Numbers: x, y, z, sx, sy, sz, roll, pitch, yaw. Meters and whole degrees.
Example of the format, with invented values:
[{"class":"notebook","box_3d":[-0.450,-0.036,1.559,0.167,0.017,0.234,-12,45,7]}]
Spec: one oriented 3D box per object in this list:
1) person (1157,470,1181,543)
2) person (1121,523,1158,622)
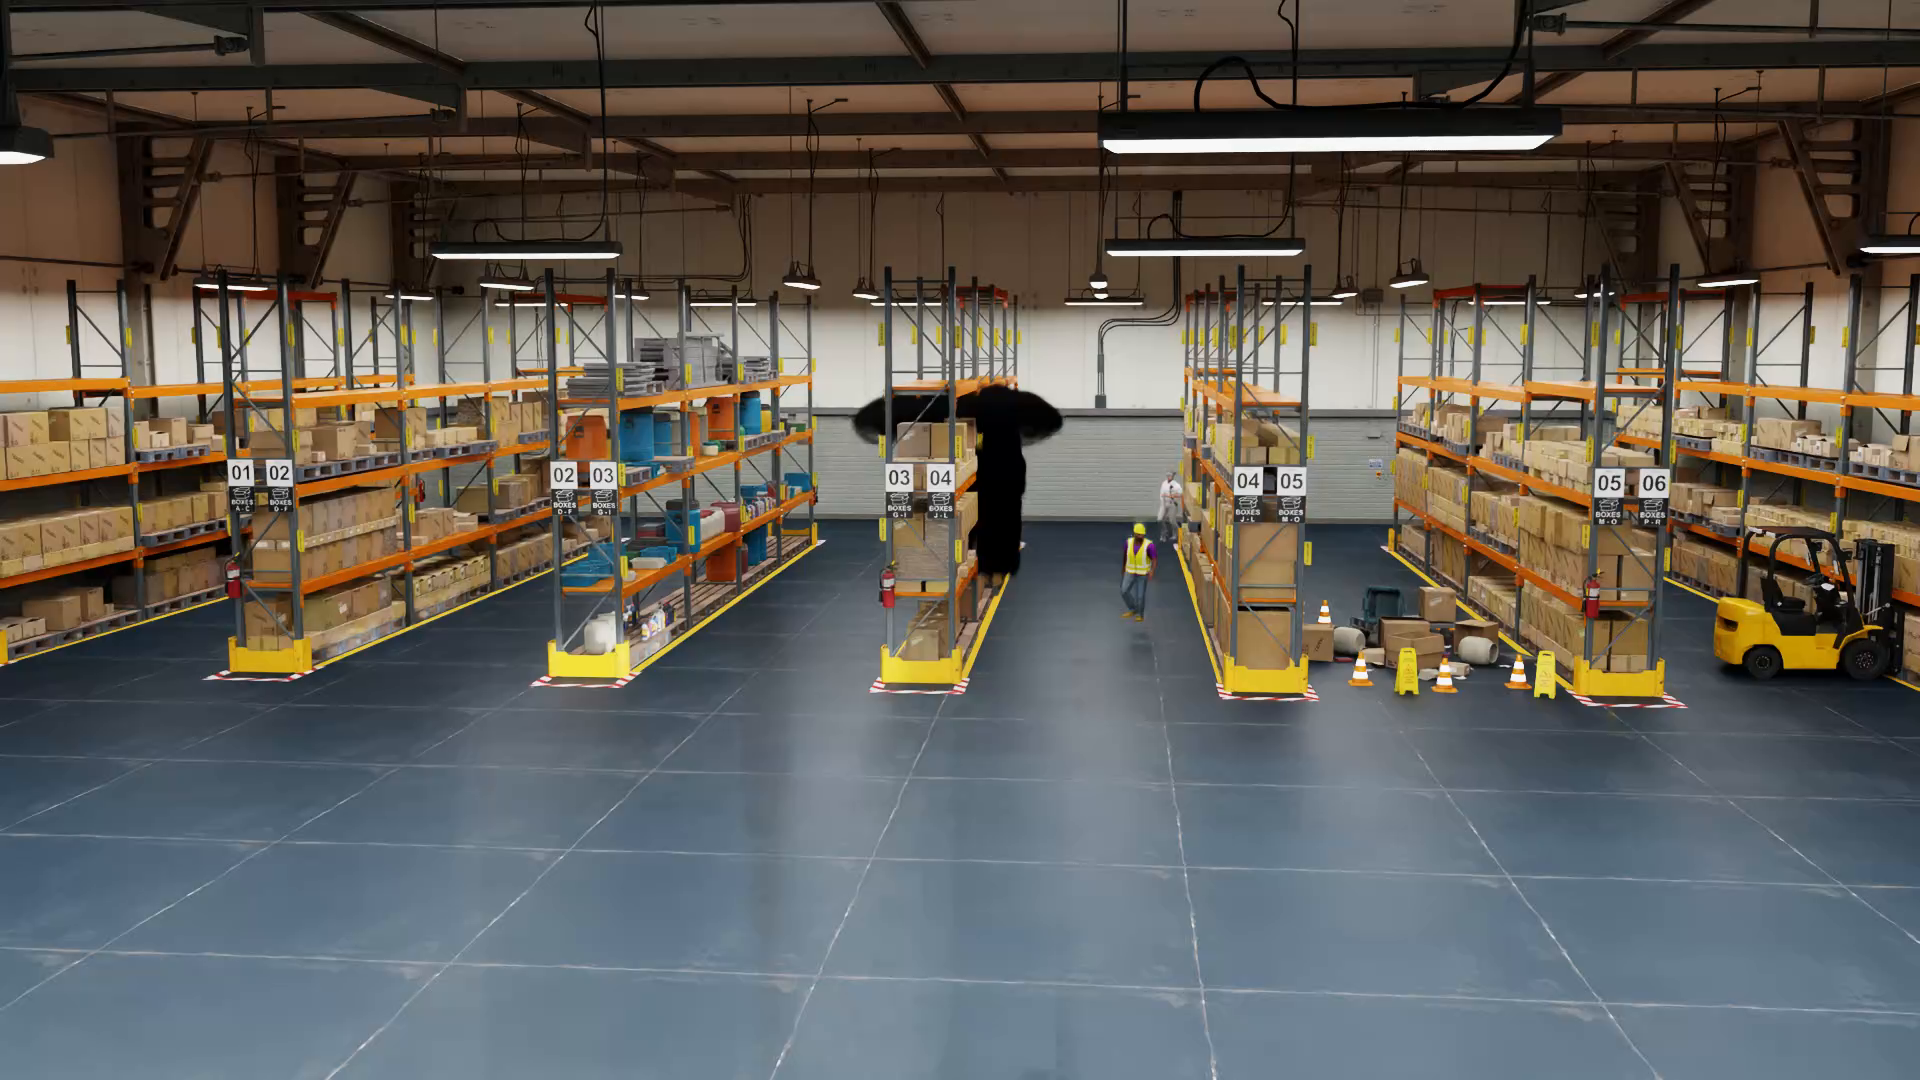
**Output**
[{"class":"person","box_3d":[5.110,-0.819,40.792,0.637,1.819,0.723,5,9,36]},{"class":"person","box_3d":[2.998,0.555,28.008,0.708,1.712,0.686,3,7,21]}]
